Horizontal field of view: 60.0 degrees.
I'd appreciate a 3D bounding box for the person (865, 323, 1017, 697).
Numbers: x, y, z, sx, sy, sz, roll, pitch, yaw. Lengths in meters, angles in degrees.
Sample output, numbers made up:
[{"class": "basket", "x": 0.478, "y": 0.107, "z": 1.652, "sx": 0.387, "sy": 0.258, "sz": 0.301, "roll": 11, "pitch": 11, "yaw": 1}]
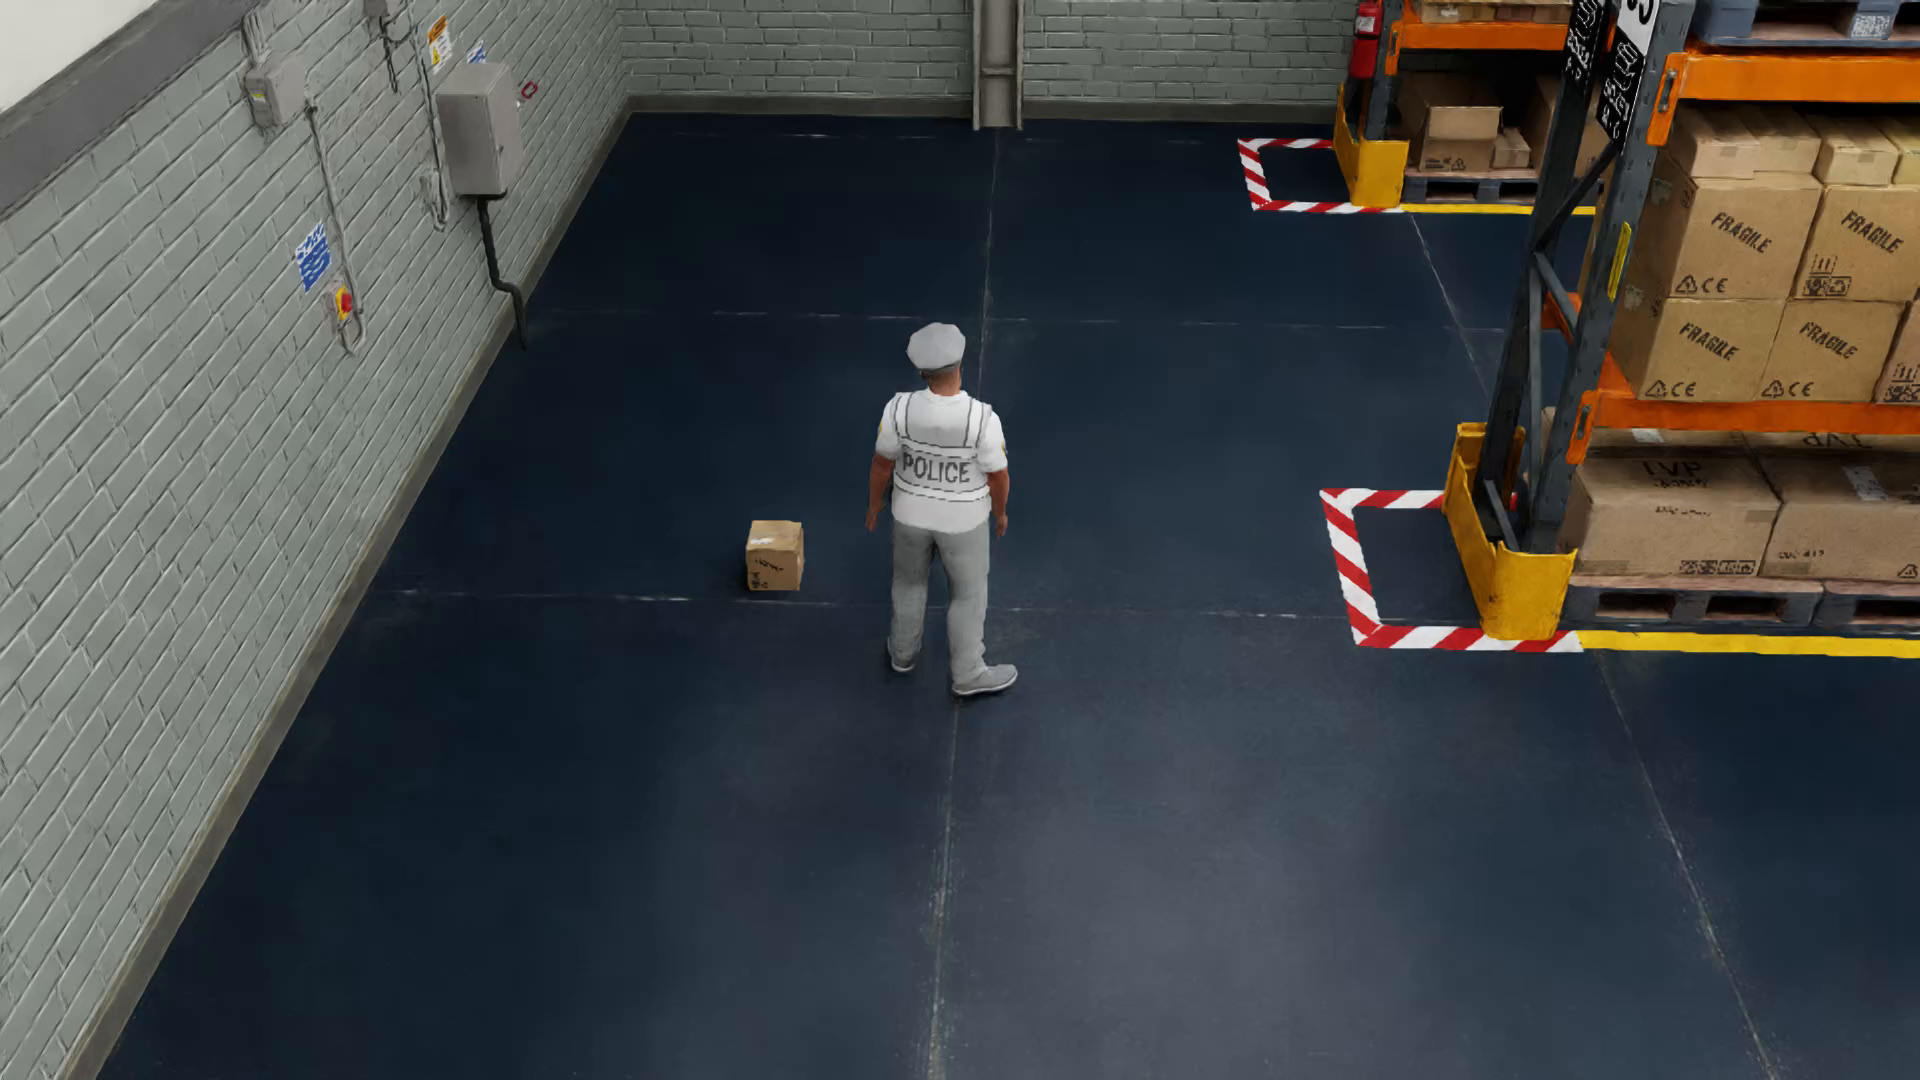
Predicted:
[{"class": "person", "x": -0.073, "y": -0.121, "z": 7.234, "sx": 0.691, "sy": 1.769, "sz": 0.398, "roll": 9, "pitch": 37, "yaw": 13}]
